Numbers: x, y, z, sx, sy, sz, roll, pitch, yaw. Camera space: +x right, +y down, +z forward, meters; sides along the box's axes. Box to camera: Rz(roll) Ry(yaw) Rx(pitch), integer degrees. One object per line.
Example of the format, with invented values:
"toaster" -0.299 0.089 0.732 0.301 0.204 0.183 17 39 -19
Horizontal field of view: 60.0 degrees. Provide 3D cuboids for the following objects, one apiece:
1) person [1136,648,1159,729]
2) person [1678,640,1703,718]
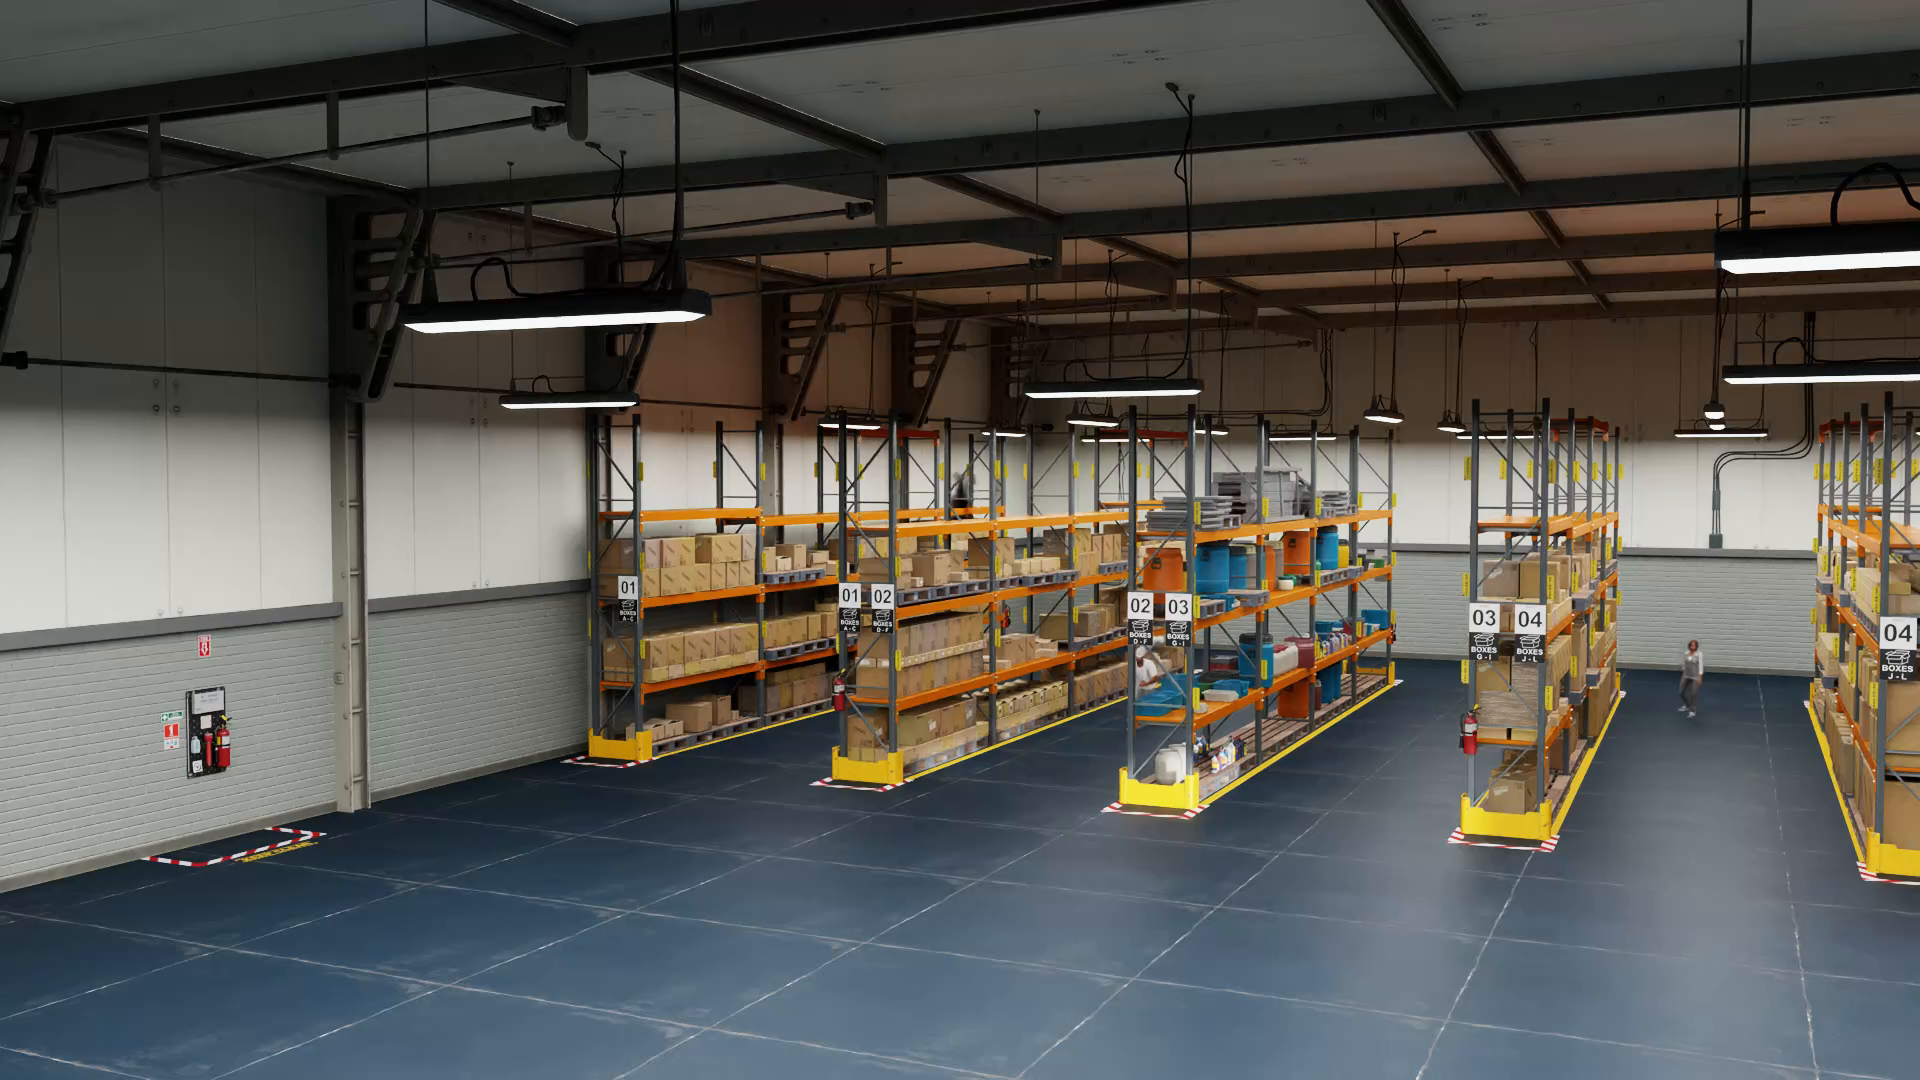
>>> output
"person" 3.610 2.853 32.343 0.723 1.591 1.081 1 3 31
"person" 14.879 2.819 33.841 0.430 1.608 0.533 -2 3 -40
